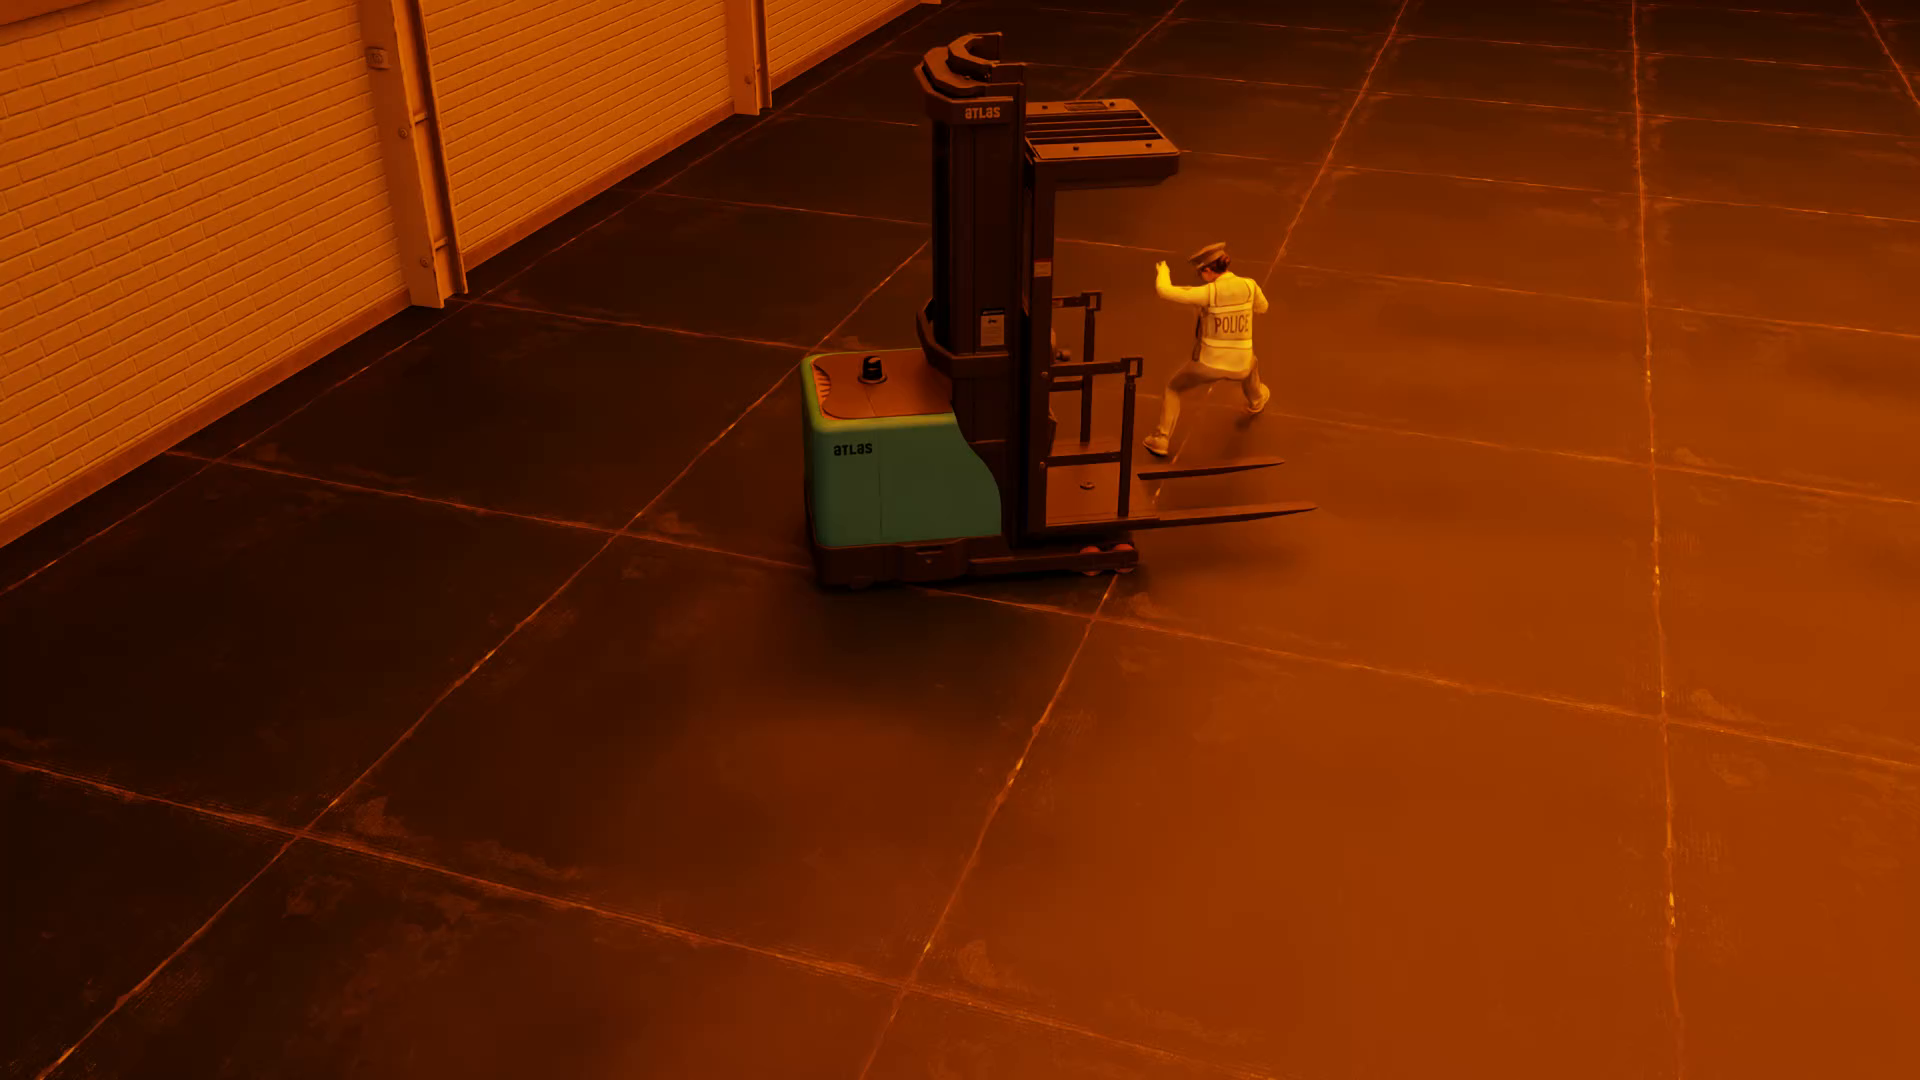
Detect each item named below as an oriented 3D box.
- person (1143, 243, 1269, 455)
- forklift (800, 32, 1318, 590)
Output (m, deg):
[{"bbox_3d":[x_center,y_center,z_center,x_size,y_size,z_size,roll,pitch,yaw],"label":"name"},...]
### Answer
[{"bbox_3d":[1.717,-1.356,11.127,1.003,1.381,0.876,-2,30,-4],"label":"person"},{"bbox_3d":[0.603,-1.321,9.453,3.031,2.935,1.130,-5,30,-8],"label":"forklift"}]
